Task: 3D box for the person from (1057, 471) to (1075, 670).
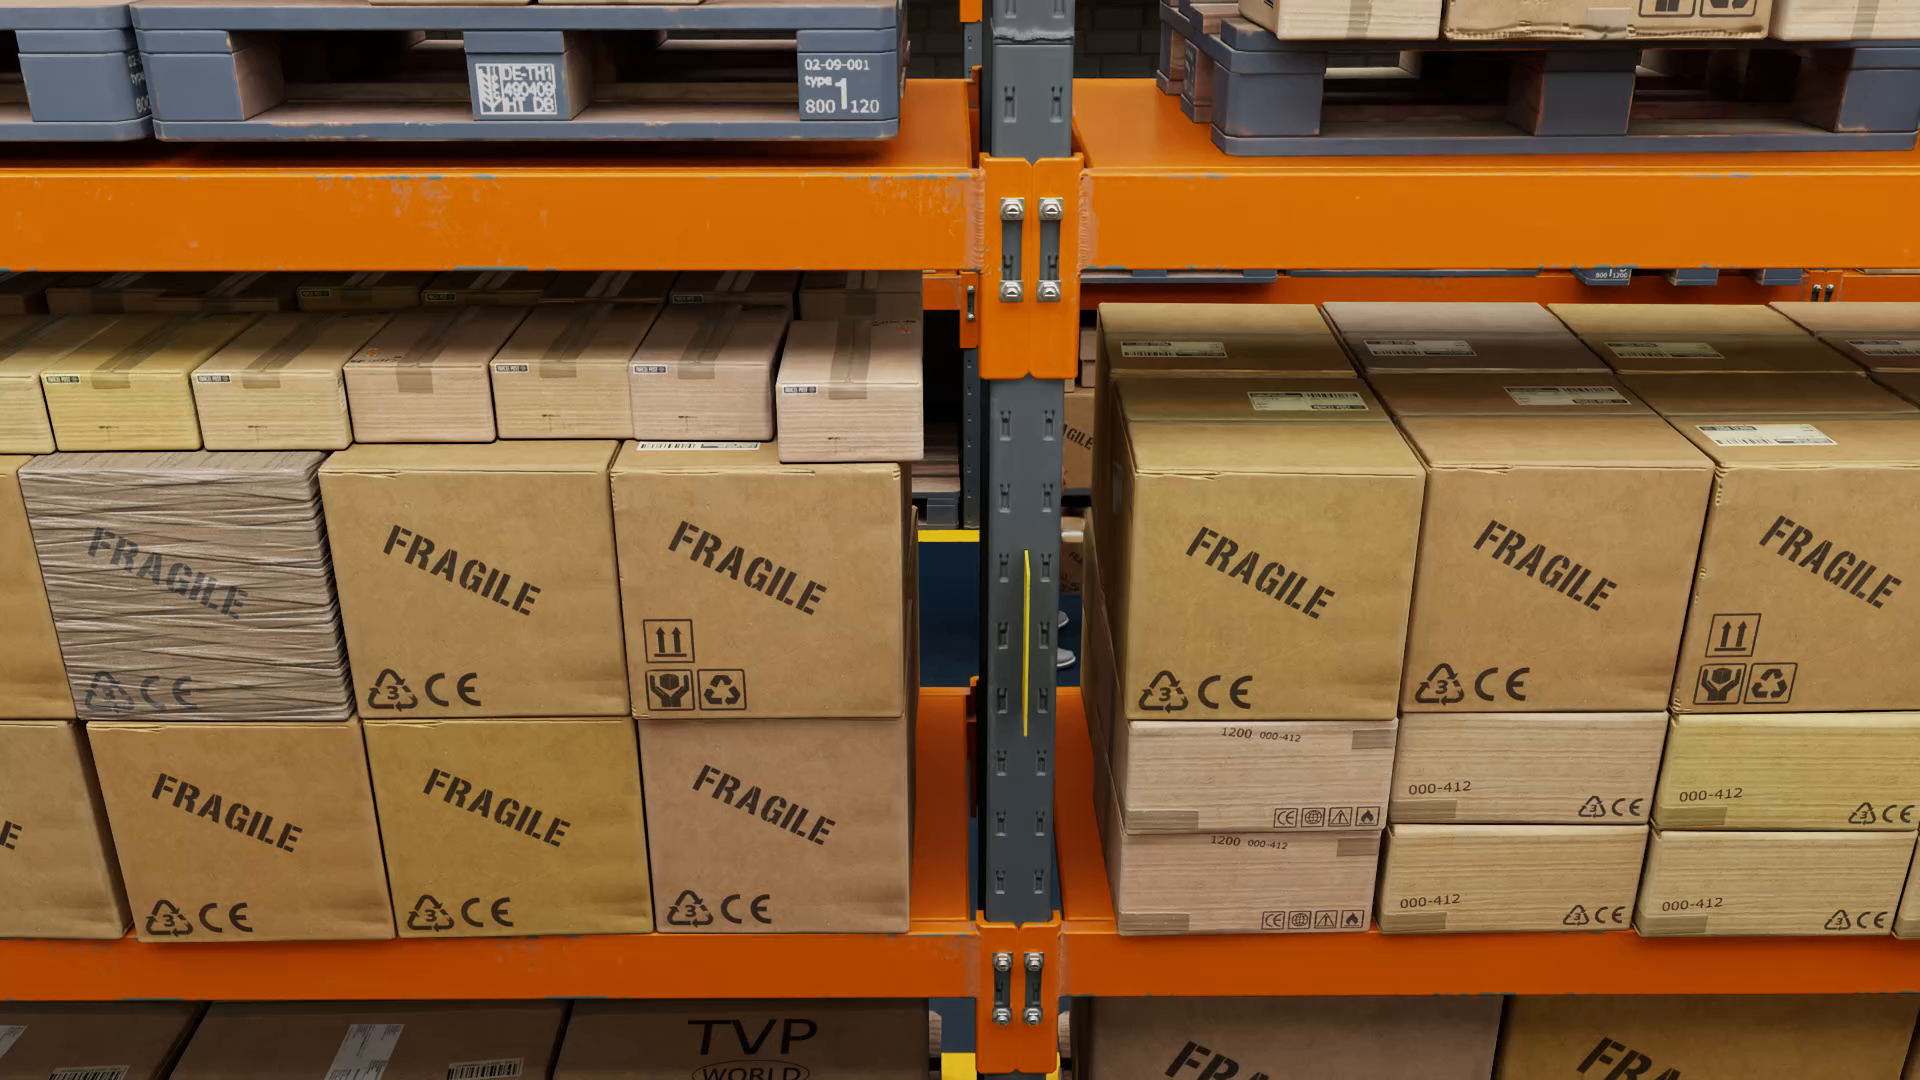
[{"bbox_3d":[0.288,-0.350,6.902,0.396,1.729,0.566,-1,24,-2],"label":"person"}]
